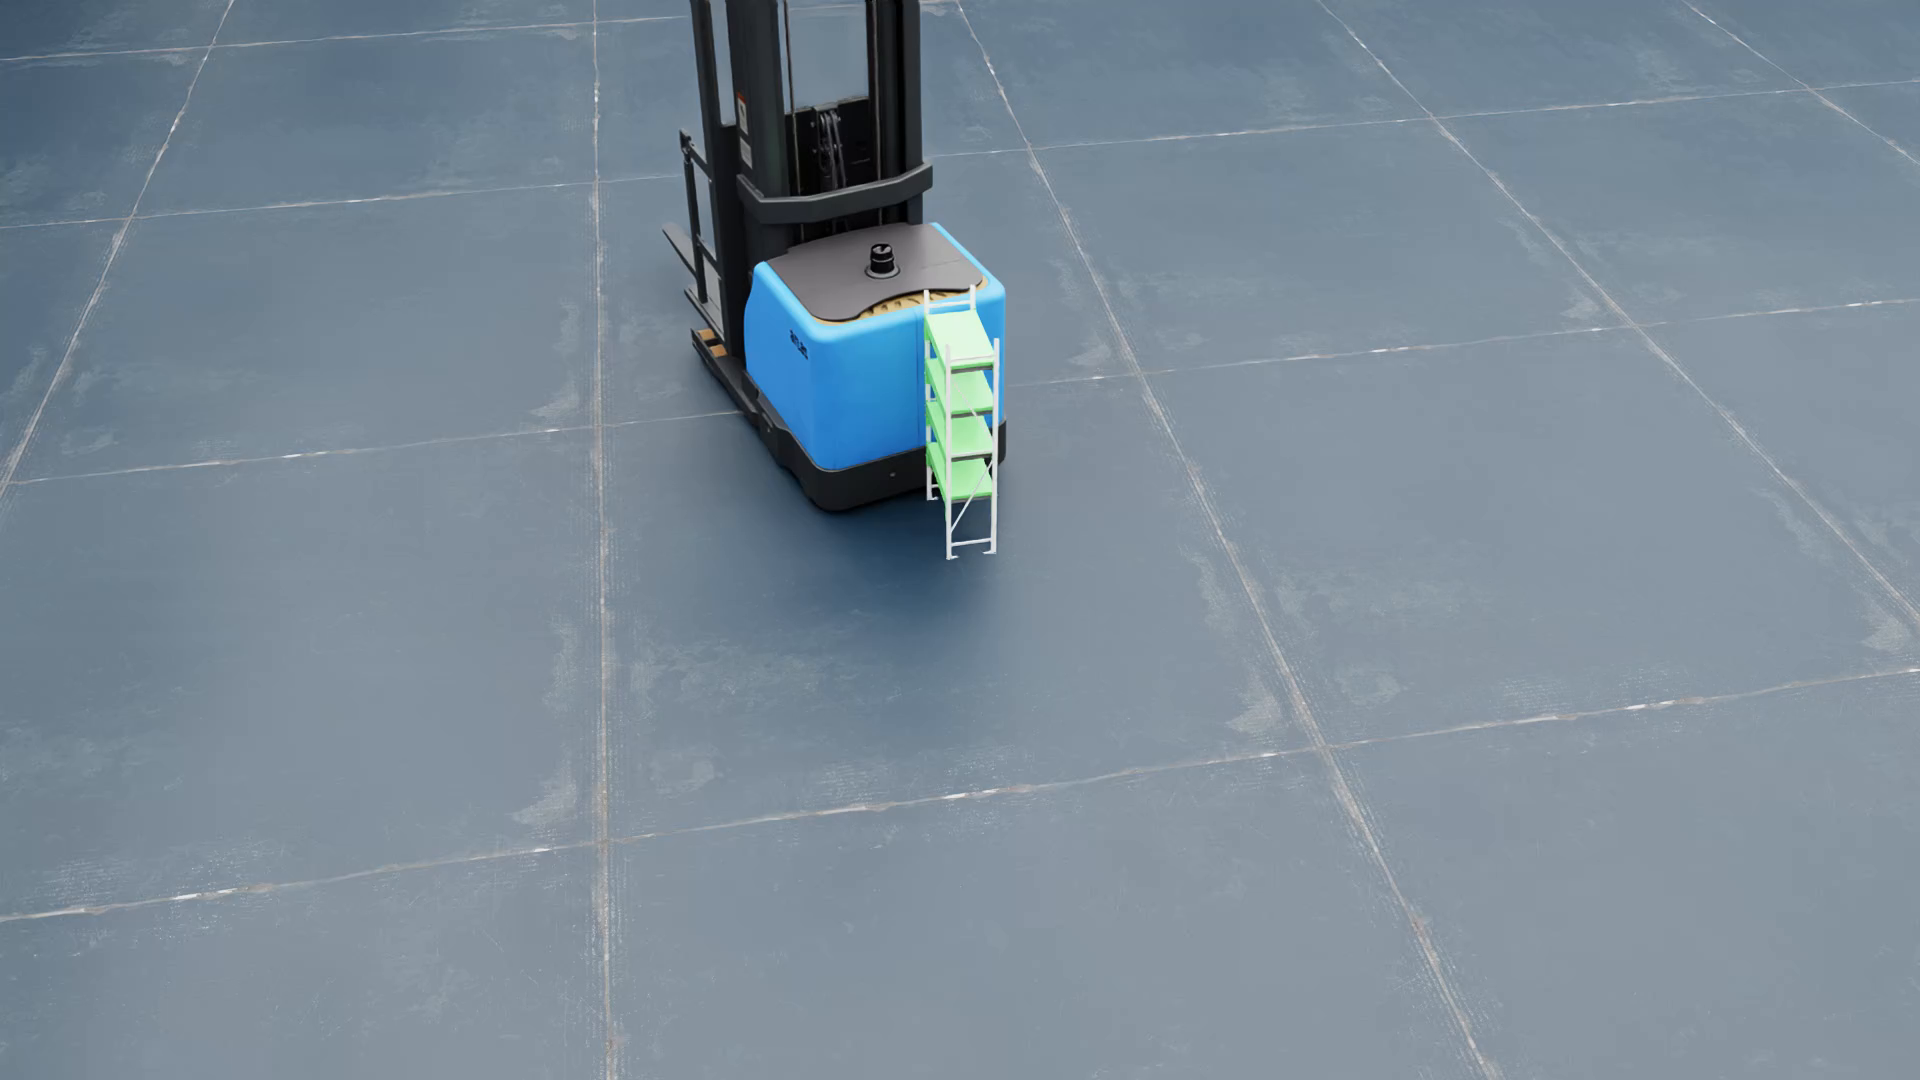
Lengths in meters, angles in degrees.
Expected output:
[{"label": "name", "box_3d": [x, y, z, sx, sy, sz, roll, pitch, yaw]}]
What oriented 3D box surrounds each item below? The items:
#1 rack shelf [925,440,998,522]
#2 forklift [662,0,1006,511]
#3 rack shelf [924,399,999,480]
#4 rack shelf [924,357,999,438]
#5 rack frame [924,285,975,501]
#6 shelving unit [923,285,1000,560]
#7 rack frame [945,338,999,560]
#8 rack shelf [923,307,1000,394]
[{"label": "rack shelf", "box_3d": [0.003, -0.304, 8.059, 0.258, 0.148, 0.480, -8, 38, -10]}, {"label": "forklift", "box_3d": [-0.872, -2.197, 8.589, 1.130, 2.935, 3.031, -17, 41, -21]}, {"label": "rack shelf", "box_3d": [0.003, -0.494, 7.911, 0.258, 0.148, 0.480, -8, 38, -10]}, {"label": "rack shelf", "box_3d": [0.003, -0.683, 7.764, 0.258, 0.148, 0.480, -8, 38, -10]}, {"label": "rack frame", "box_3d": [-0.048, -0.690, 8.061, 0.240, 1.200, 0.015, -8, 38, -10]}, {"label": "shelving unit", "box_3d": [0.003, -0.544, 7.872, 0.258, 1.200, 0.503, -8, 38, -10]}, {"label": "rack frame", "box_3d": [0.055, -0.398, 7.684, 0.240, 1.200, 0.015, -8, 38, -10]}, {"label": "rack shelf", "box_3d": [0.003, -0.873, 7.617, 0.258, 0.148, 0.480, -8, 38, -10]}]
